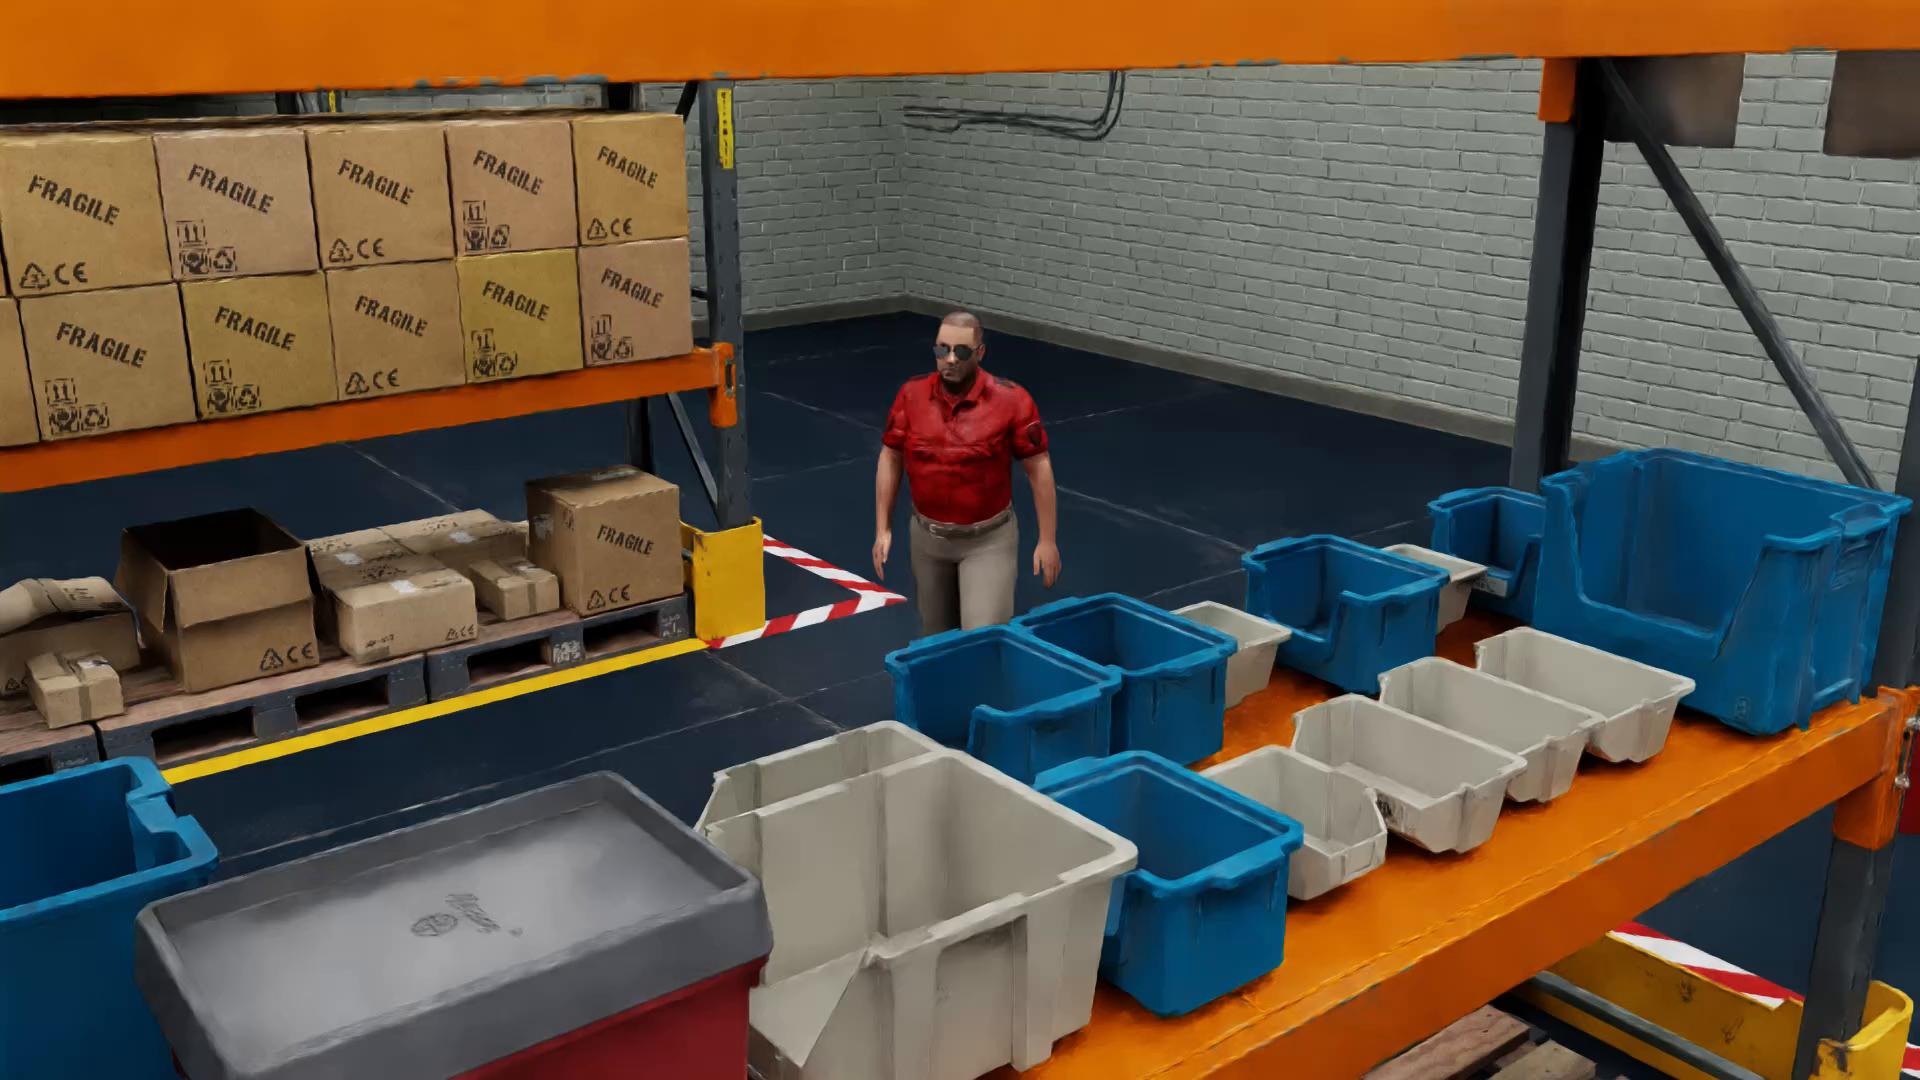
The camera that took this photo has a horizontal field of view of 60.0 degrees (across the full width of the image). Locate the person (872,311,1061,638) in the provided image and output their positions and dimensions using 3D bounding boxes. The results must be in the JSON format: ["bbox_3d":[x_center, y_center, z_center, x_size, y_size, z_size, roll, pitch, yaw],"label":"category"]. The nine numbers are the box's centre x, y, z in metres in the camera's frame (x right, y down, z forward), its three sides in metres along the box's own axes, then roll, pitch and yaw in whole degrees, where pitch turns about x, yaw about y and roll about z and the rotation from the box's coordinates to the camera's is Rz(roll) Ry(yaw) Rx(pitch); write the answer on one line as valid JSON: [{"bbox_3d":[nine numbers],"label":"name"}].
[{"bbox_3d":[0.030,0.007,6.054,0.667,1.706,0.483,8,19,24],"label":"person"}]
